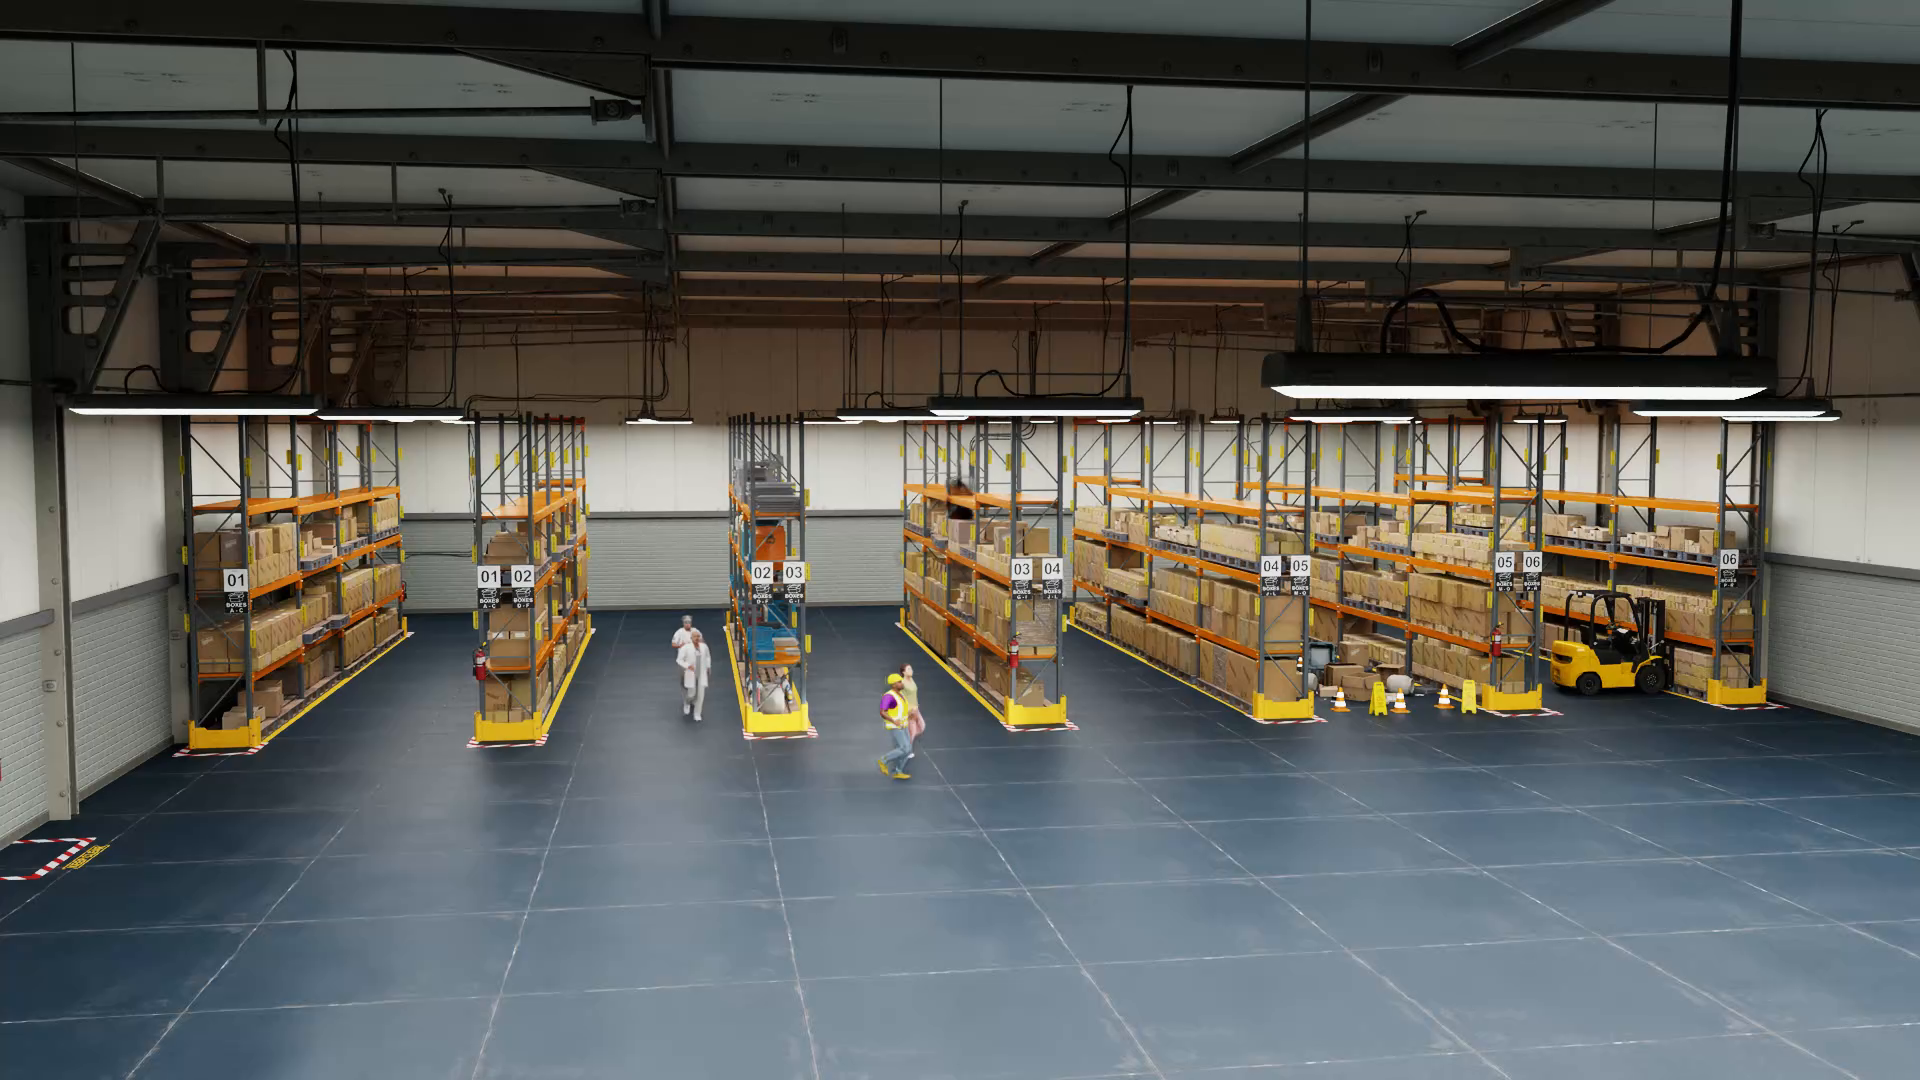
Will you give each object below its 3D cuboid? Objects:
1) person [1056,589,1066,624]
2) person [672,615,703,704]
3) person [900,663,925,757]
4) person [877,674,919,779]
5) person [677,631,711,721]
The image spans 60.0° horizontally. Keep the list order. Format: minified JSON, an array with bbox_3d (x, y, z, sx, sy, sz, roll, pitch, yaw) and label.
[{"bbox_3d":[2.583,1.784,45.421,0.585,1.746,0.786,-1,4,-14],"label":"person"},{"bbox_3d":[-5.675,2.457,34.677,0.659,1.791,0.967,-1,4,-14],"label":"person"},{"bbox_3d":[-0.898,2.987,28.896,0.529,1.556,0.586,2,4,27],"label":"person"},{"bbox_3d":[-1.020,3.026,27.001,0.605,1.718,0.698,1,4,18],"label":"person"},{"bbox_3d":[-5.182,2.640,32.505,0.709,1.737,0.757,-2,4,-26],"label":"person"}]
